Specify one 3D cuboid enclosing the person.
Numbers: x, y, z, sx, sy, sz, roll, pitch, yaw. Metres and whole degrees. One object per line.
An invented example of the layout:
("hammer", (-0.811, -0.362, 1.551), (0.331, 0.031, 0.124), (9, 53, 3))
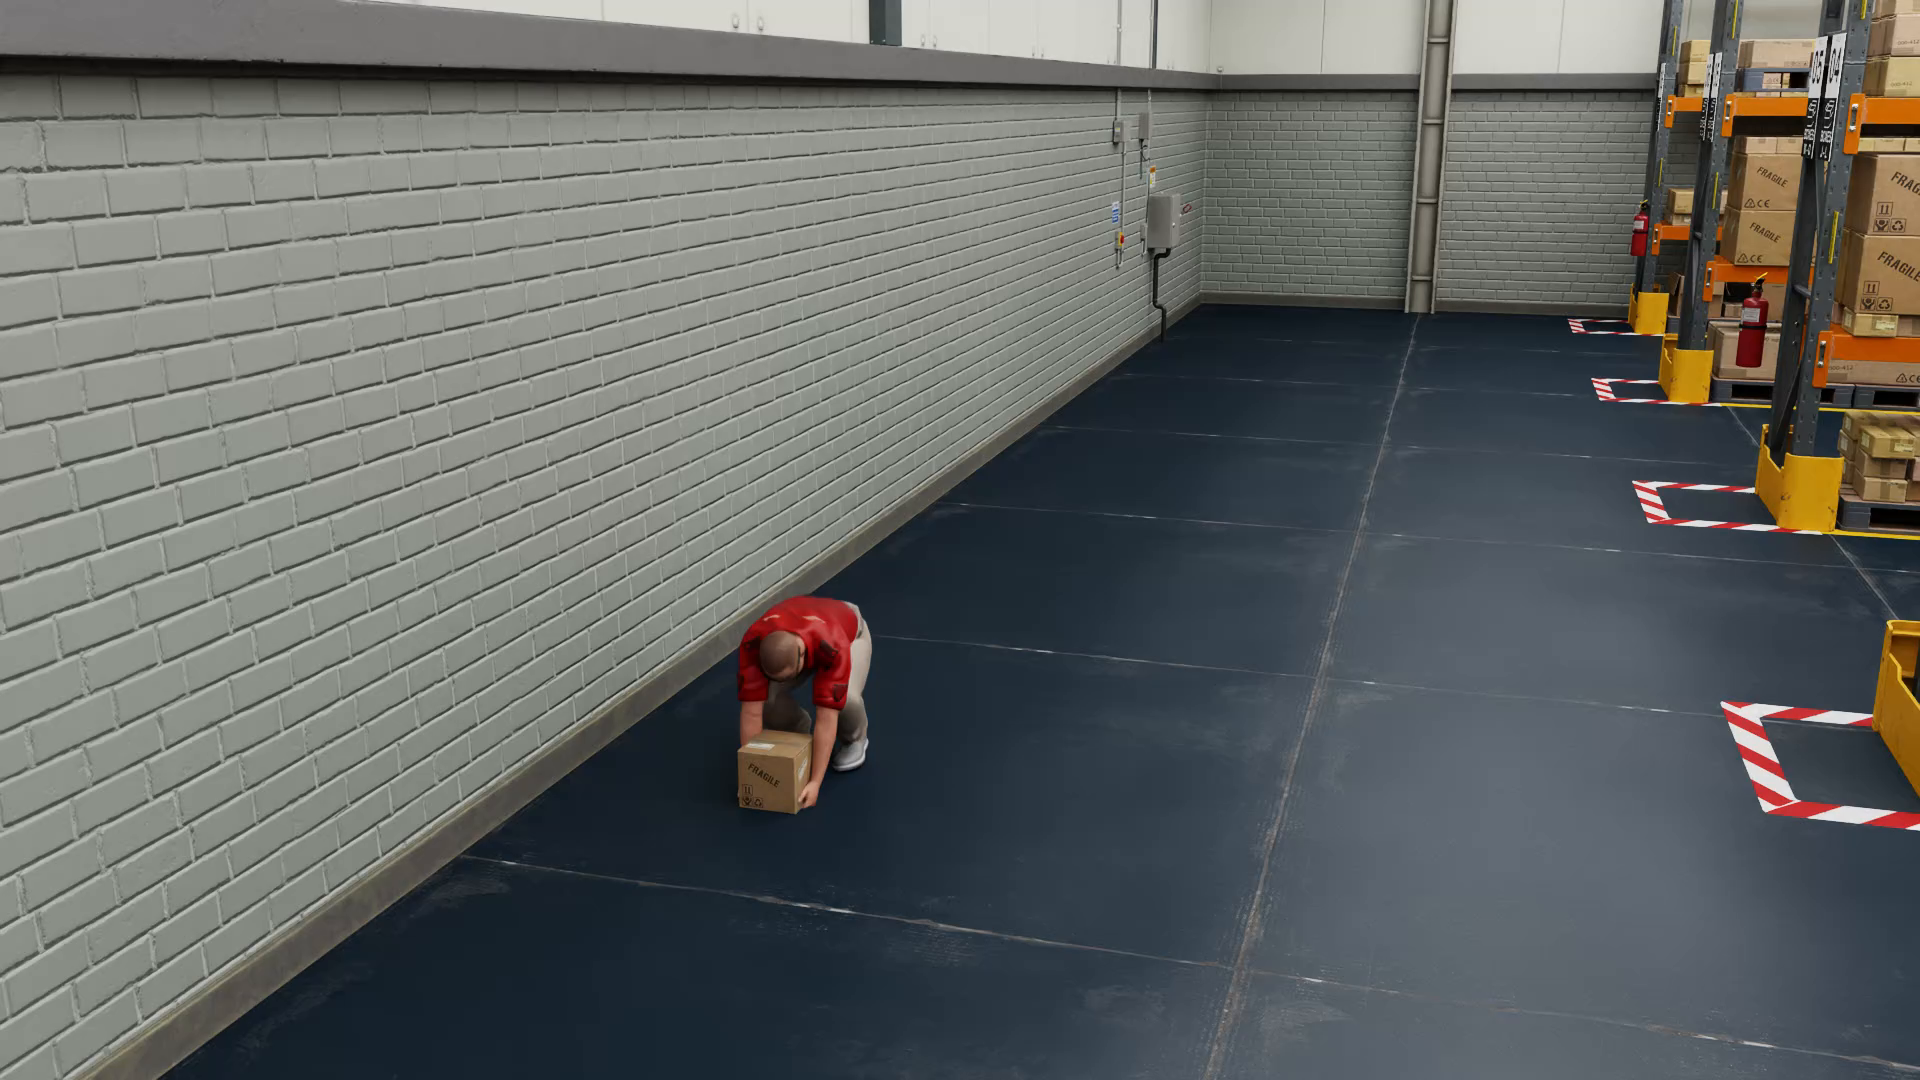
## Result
("person", (-0.662, 0.635, 7.081), (0.529, 0.784, 0.936), (4, 15, 15))
